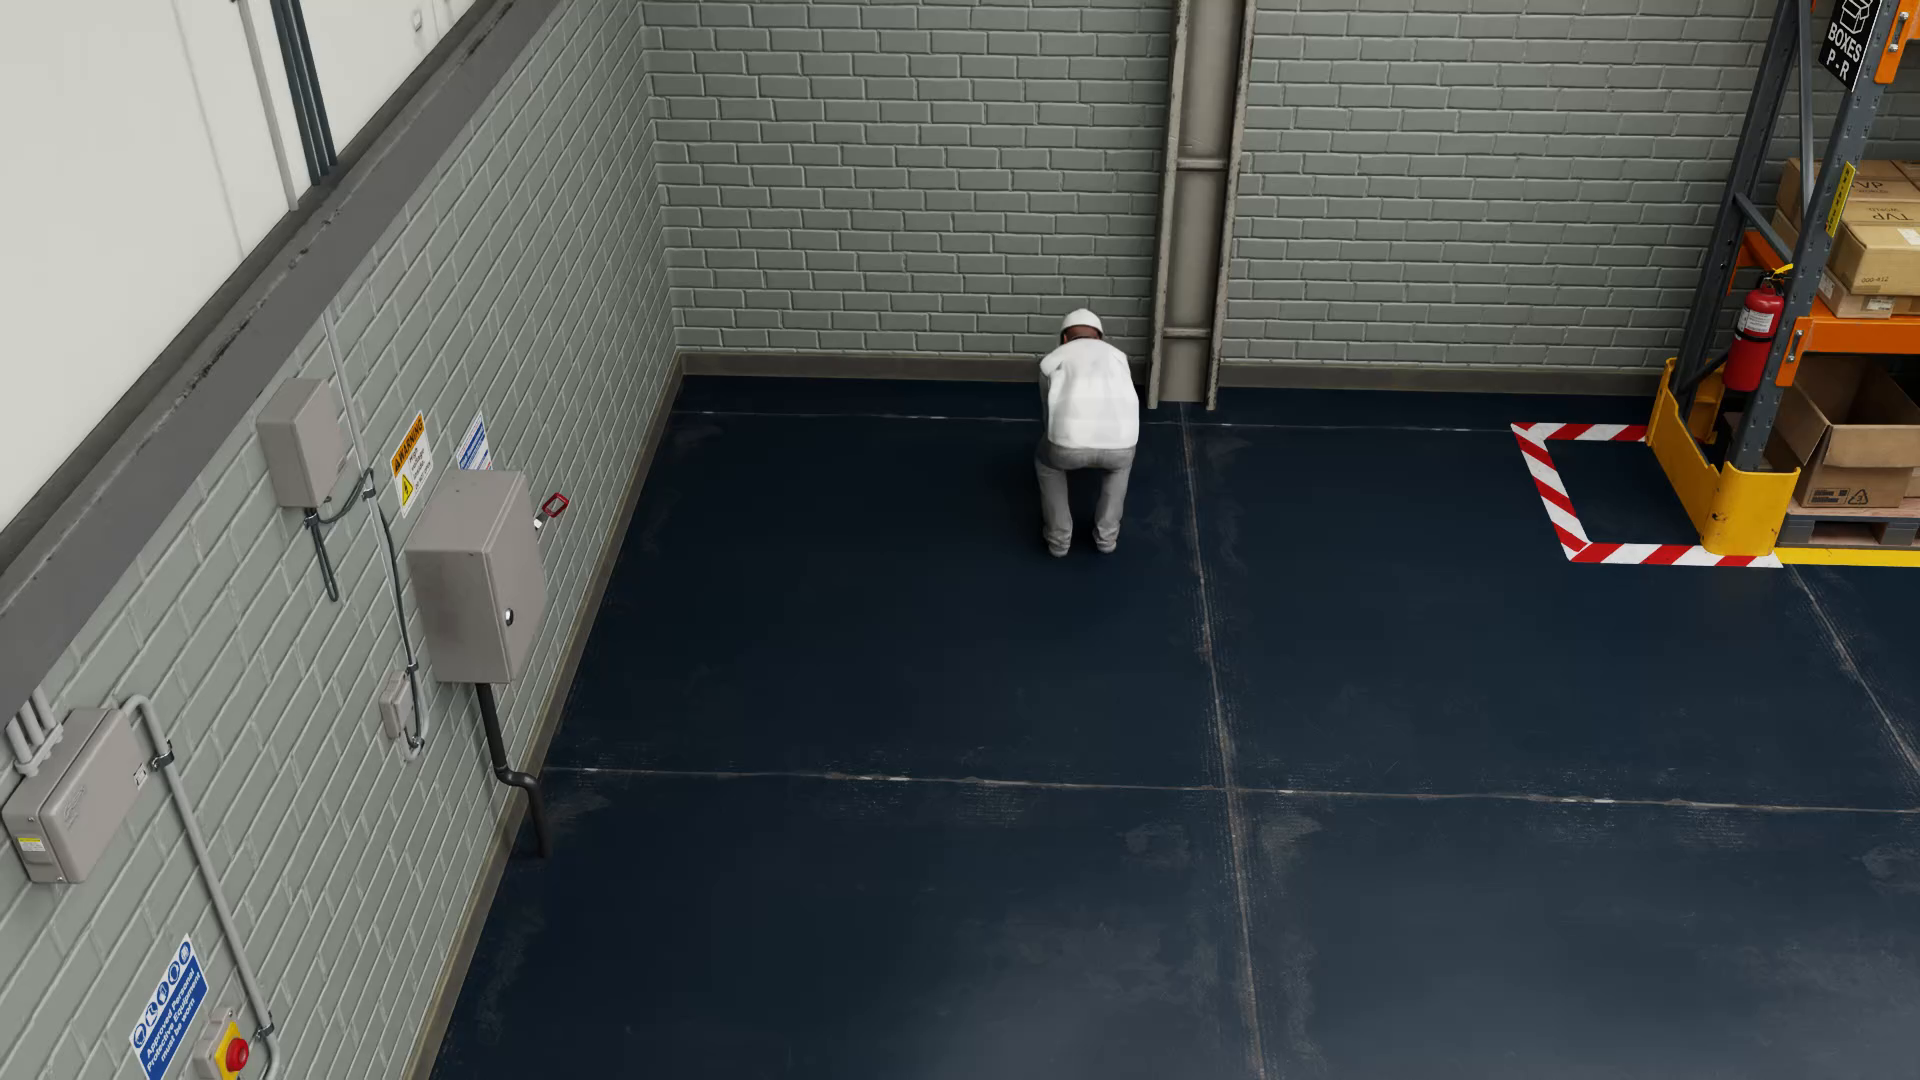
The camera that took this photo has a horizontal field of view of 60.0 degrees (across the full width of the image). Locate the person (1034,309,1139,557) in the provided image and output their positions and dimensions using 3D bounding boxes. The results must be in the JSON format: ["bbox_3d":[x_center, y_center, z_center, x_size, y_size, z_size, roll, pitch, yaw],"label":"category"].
[{"bbox_3d":[0.630,-0.518,8.455,0.503,1.040,0.997,0,35,0],"label":"person"}]
